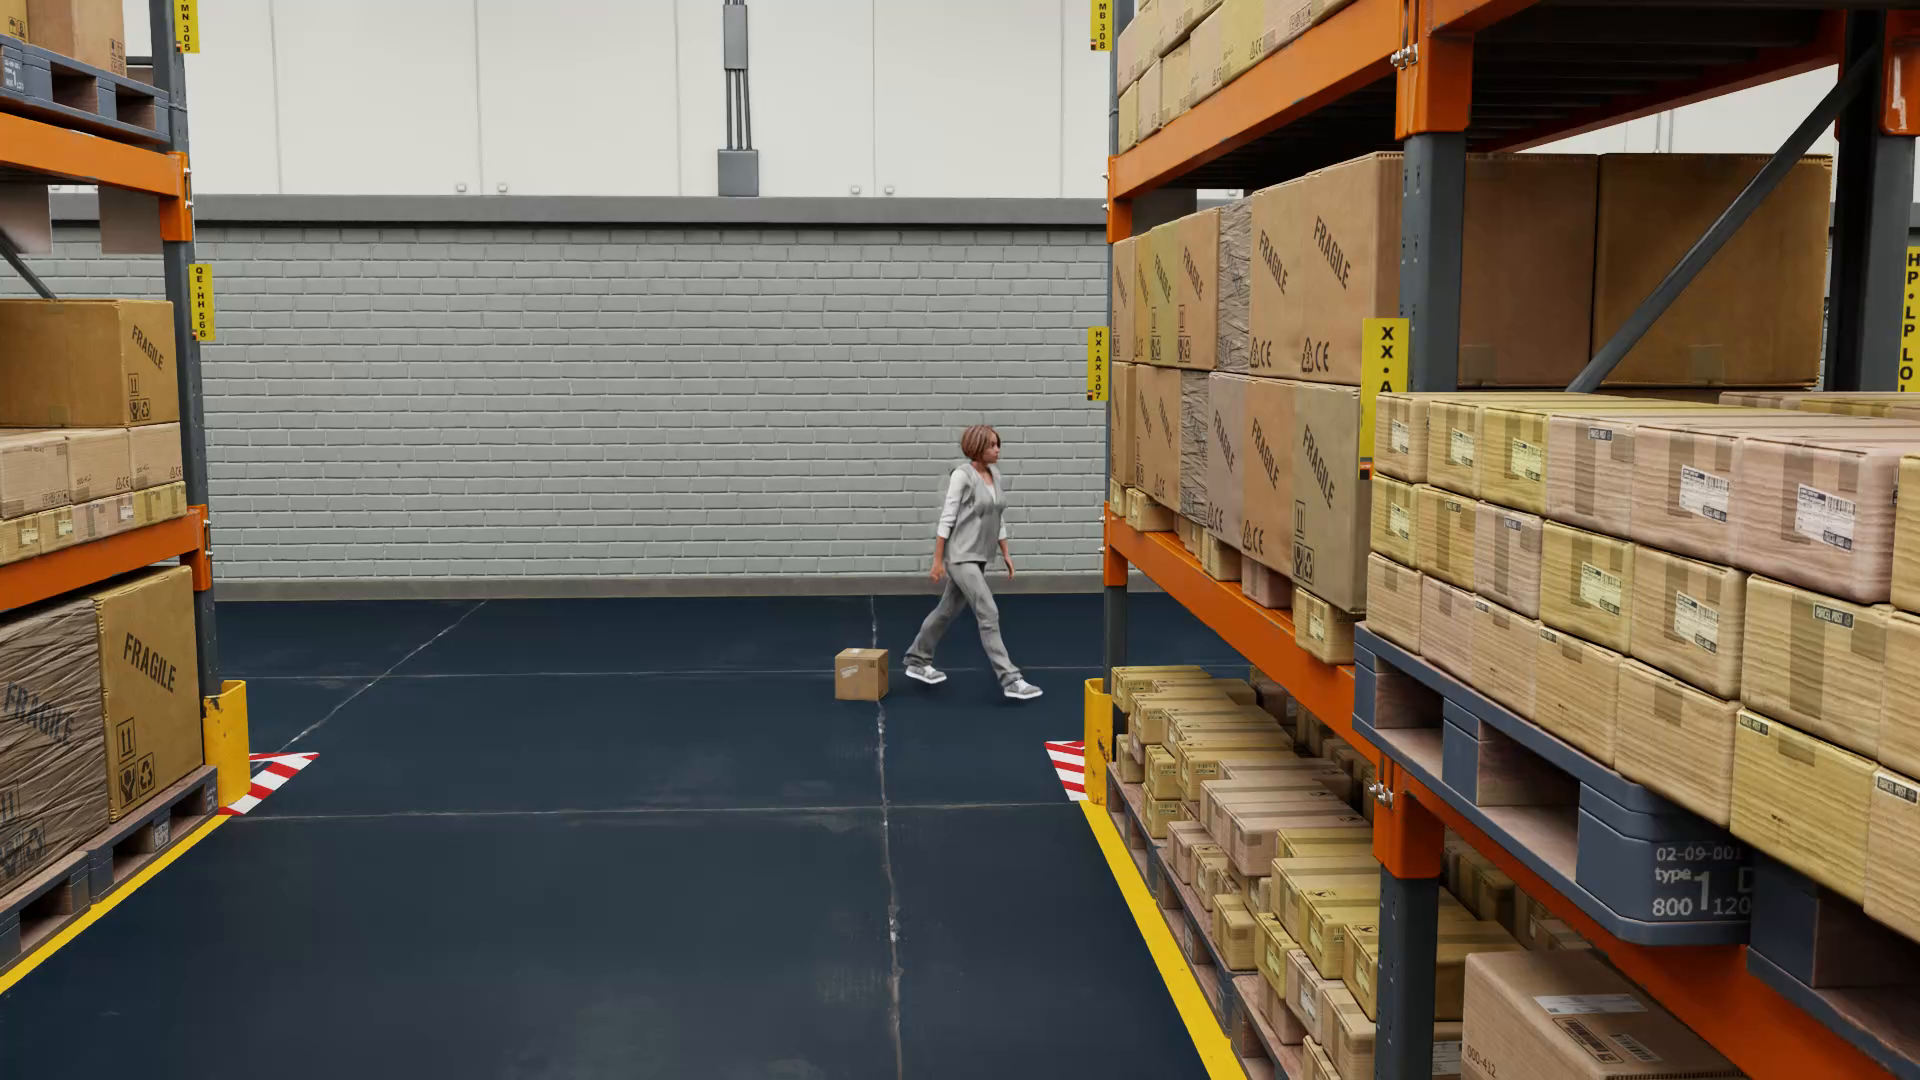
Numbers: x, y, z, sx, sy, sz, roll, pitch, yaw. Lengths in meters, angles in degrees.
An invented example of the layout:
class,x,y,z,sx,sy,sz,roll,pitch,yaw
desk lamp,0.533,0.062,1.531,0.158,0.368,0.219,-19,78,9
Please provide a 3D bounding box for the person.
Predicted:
class,x,y,z,sx,sy,sz,roll,pitch,yaw
person,0.098,0.104,9.467,0.958,1.512,0.445,4,8,30
